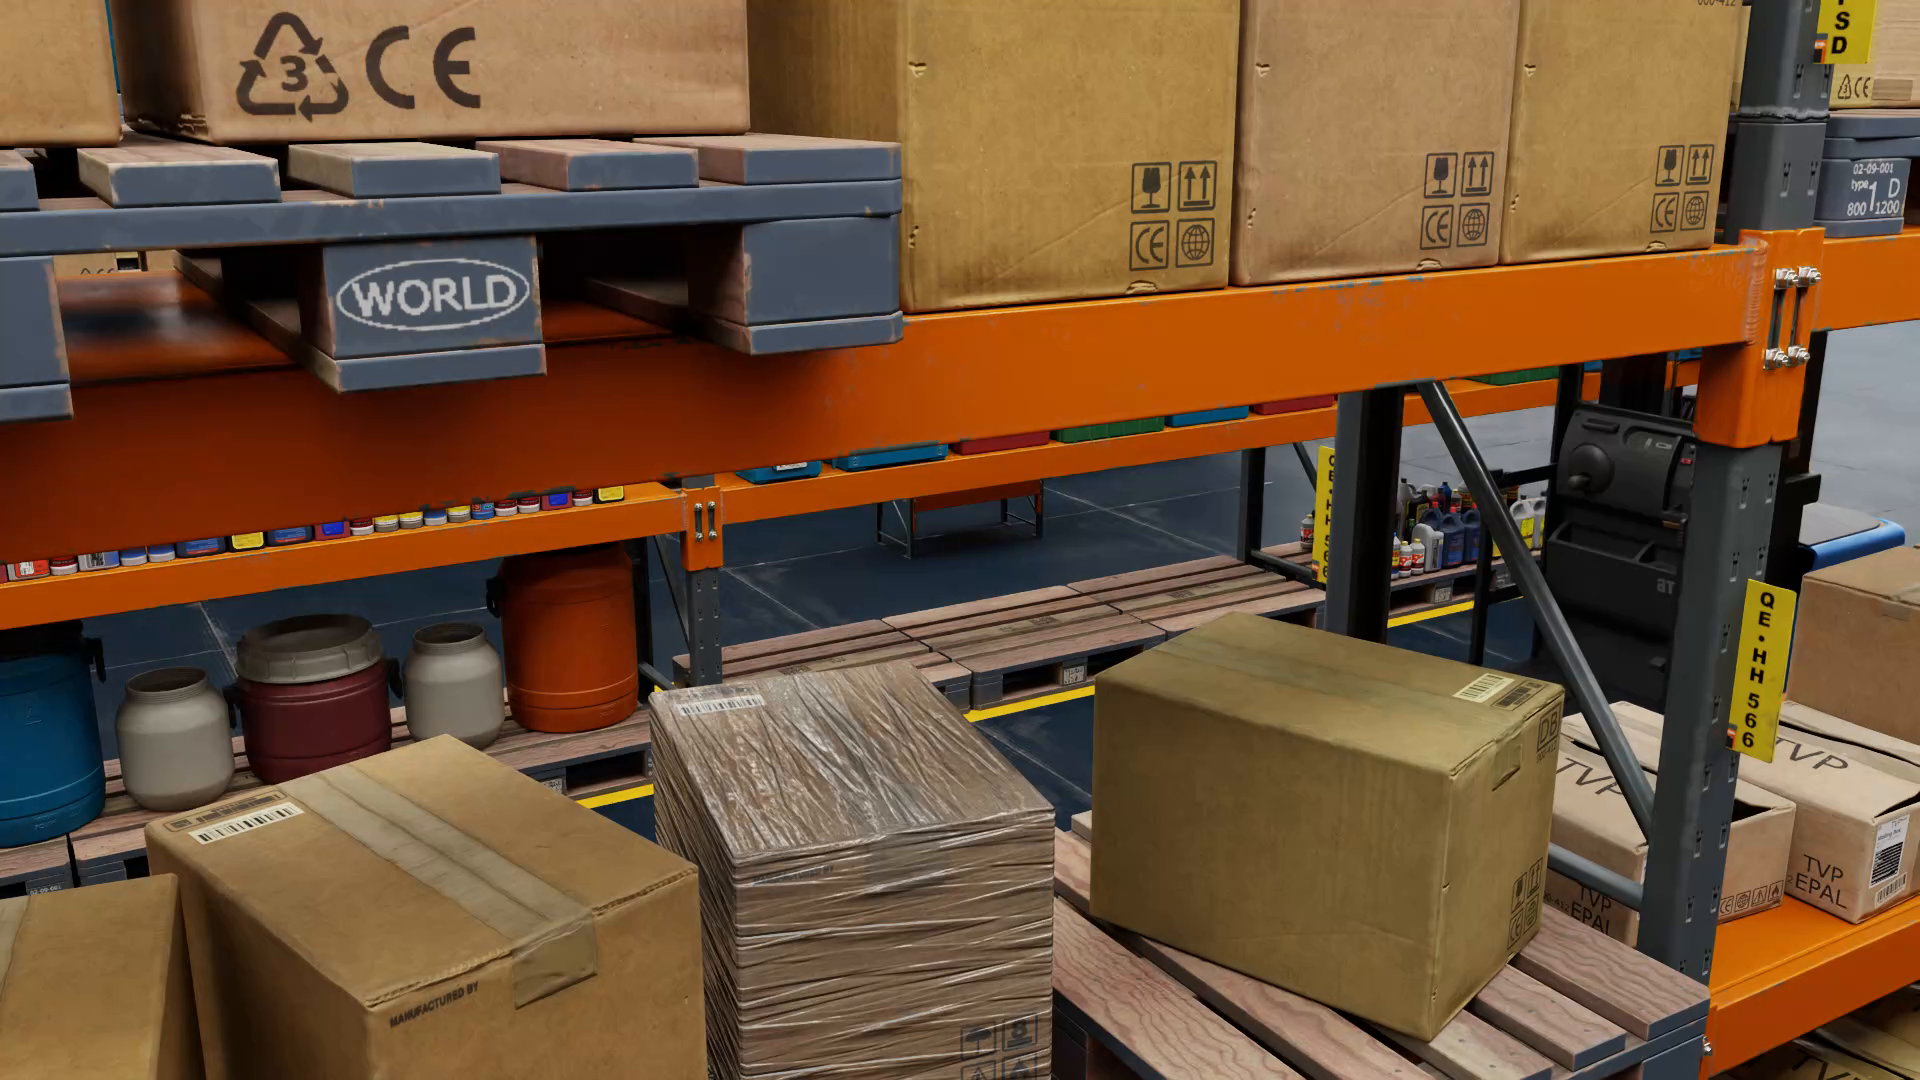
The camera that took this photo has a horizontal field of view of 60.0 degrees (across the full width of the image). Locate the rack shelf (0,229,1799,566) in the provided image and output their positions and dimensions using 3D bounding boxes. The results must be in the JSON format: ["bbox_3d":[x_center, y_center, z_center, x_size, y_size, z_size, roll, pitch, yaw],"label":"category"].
[{"bbox_3d":[-0.558,-0.187,2.297,4.000,0.370,1.077,-9,18,-30],"label":"rack shelf"}]

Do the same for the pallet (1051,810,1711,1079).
[{"bbox_3d":[0.612,0.835,3.228,1.003,0.211,1.213,-9,18,-30],"label":"pallet"}]

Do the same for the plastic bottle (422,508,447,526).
[{"bbox_3d":[-2.158,-0.199,6.801,0.097,0.271,0.097,0,16,0],"label":"plastic bottle"}]

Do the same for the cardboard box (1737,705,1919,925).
[{"bbox_3d":[2.023,0.596,3.892,0.500,0.311,0.500,-9,18,-30],"label":"cardboard box"}]

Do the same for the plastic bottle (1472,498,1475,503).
[{"bbox_3d":[3.458,-0.297,11.151,0.097,0.271,0.097,0,16,0],"label":"plastic bottle"}]

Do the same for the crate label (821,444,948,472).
[{"bbox_3d":[-0.400,-0.607,7.951,0.616,0.435,0.502,-9,18,-30],"label":"crate label"}]

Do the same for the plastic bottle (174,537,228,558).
[{"bbox_3d":[-2.928,-0.120,6.371,0.185,0.351,0.144,-9,18,-30],"label":"plastic bottle"}]

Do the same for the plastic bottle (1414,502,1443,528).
[{"bbox_3d":[2.869,-0.056,10.145,0.185,0.351,0.144,-9,18,-30],"label":"plastic bottle"}]

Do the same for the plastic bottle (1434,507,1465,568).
[{"bbox_3d":[2.943,-0.023,10.026,0.185,0.351,0.144,-9,18,-28],"label":"plastic bottle"}]

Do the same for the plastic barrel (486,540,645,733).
[{"bbox_3d":[-1.802,0.401,7.666,0.708,0.830,0.600,-9,18,-30],"label":"plastic barrel"}]

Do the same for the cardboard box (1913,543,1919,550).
[{"bbox_3d":[3.038,0.274,4.689,0.500,0.500,0.500,-9,18,-30],"label":"cardboard box"}]

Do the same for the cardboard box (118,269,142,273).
[{"bbox_3d":[-5.377,-1.559,11.230,0.500,0.500,0.500,-10,18,-31],"label":"cardboard box"}]

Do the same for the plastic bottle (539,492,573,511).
[{"bbox_3d":[-1.716,-0.271,7.035,0.133,0.283,0.061,-9,18,-30],"label":"plastic bottle"}]

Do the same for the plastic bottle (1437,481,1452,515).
[{"bbox_3d":[3.199,-0.255,11.001,0.097,0.271,0.097,0,16,0],"label":"plastic bottle"}]

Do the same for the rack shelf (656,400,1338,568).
[{"bbox_3d":[0.323,-0.446,8.775,4.000,0.370,1.077,-9,18,-30],"label":"rack shelf"}]

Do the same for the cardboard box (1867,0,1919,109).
[{"bbox_3d":[1.957,-1.095,3.701,0.500,0.250,0.500,-9,18,-28],"label":"cardboard box"}]

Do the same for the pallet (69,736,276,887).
[{"bbox_3d":[-3.090,1.116,7.036,1.213,0.211,1.003,-9,18,-30],"label":"pallet"}]

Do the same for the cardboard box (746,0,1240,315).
[{"bbox_3d":[-0.083,-0.648,2.423,0.500,0.500,0.910,-9,18,-30],"label":"cardboard box"}]

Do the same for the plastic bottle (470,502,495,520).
[{"bbox_3d":[-1.991,-0.226,6.898,0.097,0.271,0.097,0,16,0],"label":"plastic bottle"}]

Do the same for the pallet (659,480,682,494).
[{"bbox_3d":[-2.227,-0.594,13.138,1.213,0.211,1.003,-9,18,-30],"label":"pallet"}]

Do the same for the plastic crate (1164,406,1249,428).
[{"bbox_3d":[1.252,-0.837,8.868,0.575,0.384,0.392,-9,18,-30],"label":"plastic crate"}]

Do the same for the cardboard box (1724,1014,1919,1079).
[{"bbox_3d":[2.203,1.404,4.120,0.500,0.311,0.500,-10,18,-31],"label":"cardboard box"}]

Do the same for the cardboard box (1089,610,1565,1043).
[{"bbox_3d":[0.675,0.496,3.121,0.700,0.500,0.500,13,20,38],"label":"cardboard box"}]

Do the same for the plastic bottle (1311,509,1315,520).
[{"bbox_3d":[2.280,-0.117,10.488,0.133,0.283,0.061,-8,18,-27],"label":"plastic bottle"}]

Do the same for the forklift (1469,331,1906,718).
[{"bbox_3d":[2.893,-0.344,7.207,3.031,2.935,1.130,-10,19,-32],"label":"forklift"}]

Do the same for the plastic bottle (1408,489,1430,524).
[{"bbox_3d":[2.958,-0.182,10.718,0.133,0.283,0.061,-9,18,-30],"label":"plastic bottle"}]

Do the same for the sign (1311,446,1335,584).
[{"bbox_3d":[0.868,-0.053,3.896,0.005,0.325,0.100,-9,18,-30],"label":"sign"}]

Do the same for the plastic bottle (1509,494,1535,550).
[{"bbox_3d":[3.470,-0.108,10.330,0.185,0.351,0.144,-9,18,-30],"label":"plastic bottle"}]

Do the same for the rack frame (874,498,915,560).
[{"bbox_3d":[-0.442,-0.470,11.003,0.032,1.125,0.500,-9,18,-30],"label":"rack frame"}]

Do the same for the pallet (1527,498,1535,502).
[{"bbox_3d":[4.726,-0.150,11.555,1.213,0.211,1.003,-9,18,-30],"label":"pallet"}]

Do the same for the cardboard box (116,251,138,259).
[{"bbox_3d":[-7.475,-2.586,14.767,0.250,0.149,0.380,-10,19,-32],"label":"cardboard box"}]

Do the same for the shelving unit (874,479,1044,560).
[{"bbox_3d":[-0.006,-0.541,11.255,1.048,1.125,0.538,-9,18,-30],"label":"shelving unit"}]

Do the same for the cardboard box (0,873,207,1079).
[{"bbox_3d":[-1.194,0.814,1.986,0.500,0.500,0.700,-6,17,-21],"label":"cardboard box"}]

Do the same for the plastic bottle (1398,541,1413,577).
[{"bbox_3d":[2.624,0.108,9.835,0.097,0.201,0.097,0,16,0],"label":"plastic bottle"}]

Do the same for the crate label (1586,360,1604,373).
[{"bbox_3d":[4.028,-1.325,10.513,0.616,0.435,0.502,-9,18,-30],"label":"crate label"}]

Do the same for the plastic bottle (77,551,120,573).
[{"bbox_3d":[-3.234,-0.035,6.209,0.135,0.276,0.152,-9,18,-30],"label":"plastic bottle"}]

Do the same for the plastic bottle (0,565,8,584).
[{"bbox_3d":[-3.524,0.022,5.989,0.133,0.283,0.061,-9,18,-30],"label":"plastic bottle"}]

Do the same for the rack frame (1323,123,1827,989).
[{"bbox_3d":[1.157,0.632,3.596,0.127,3.000,1.000,-9,18,-30],"label":"rack frame"}]

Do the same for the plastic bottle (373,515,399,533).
[{"bbox_3d":[-2.325,-0.138,6.714,0.097,0.201,0.097,0,16,0],"label":"plastic bottle"}]

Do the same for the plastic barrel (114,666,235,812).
[{"bbox_3d":[-3.208,0.810,6.795,0.421,0.512,0.421,0,16,0],"label":"plastic barrel"}]

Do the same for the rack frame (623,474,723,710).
[{"bbox_3d":[-1.391,-0.514,7.686,0.127,3.000,1.000,-9,18,-30],"label":"rack frame"}]

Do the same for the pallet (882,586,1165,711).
[{"bbox_3d":[0.338,0.561,9.016,1.213,0.211,1.003,-9,18,-30],"label":"pallet"}]
